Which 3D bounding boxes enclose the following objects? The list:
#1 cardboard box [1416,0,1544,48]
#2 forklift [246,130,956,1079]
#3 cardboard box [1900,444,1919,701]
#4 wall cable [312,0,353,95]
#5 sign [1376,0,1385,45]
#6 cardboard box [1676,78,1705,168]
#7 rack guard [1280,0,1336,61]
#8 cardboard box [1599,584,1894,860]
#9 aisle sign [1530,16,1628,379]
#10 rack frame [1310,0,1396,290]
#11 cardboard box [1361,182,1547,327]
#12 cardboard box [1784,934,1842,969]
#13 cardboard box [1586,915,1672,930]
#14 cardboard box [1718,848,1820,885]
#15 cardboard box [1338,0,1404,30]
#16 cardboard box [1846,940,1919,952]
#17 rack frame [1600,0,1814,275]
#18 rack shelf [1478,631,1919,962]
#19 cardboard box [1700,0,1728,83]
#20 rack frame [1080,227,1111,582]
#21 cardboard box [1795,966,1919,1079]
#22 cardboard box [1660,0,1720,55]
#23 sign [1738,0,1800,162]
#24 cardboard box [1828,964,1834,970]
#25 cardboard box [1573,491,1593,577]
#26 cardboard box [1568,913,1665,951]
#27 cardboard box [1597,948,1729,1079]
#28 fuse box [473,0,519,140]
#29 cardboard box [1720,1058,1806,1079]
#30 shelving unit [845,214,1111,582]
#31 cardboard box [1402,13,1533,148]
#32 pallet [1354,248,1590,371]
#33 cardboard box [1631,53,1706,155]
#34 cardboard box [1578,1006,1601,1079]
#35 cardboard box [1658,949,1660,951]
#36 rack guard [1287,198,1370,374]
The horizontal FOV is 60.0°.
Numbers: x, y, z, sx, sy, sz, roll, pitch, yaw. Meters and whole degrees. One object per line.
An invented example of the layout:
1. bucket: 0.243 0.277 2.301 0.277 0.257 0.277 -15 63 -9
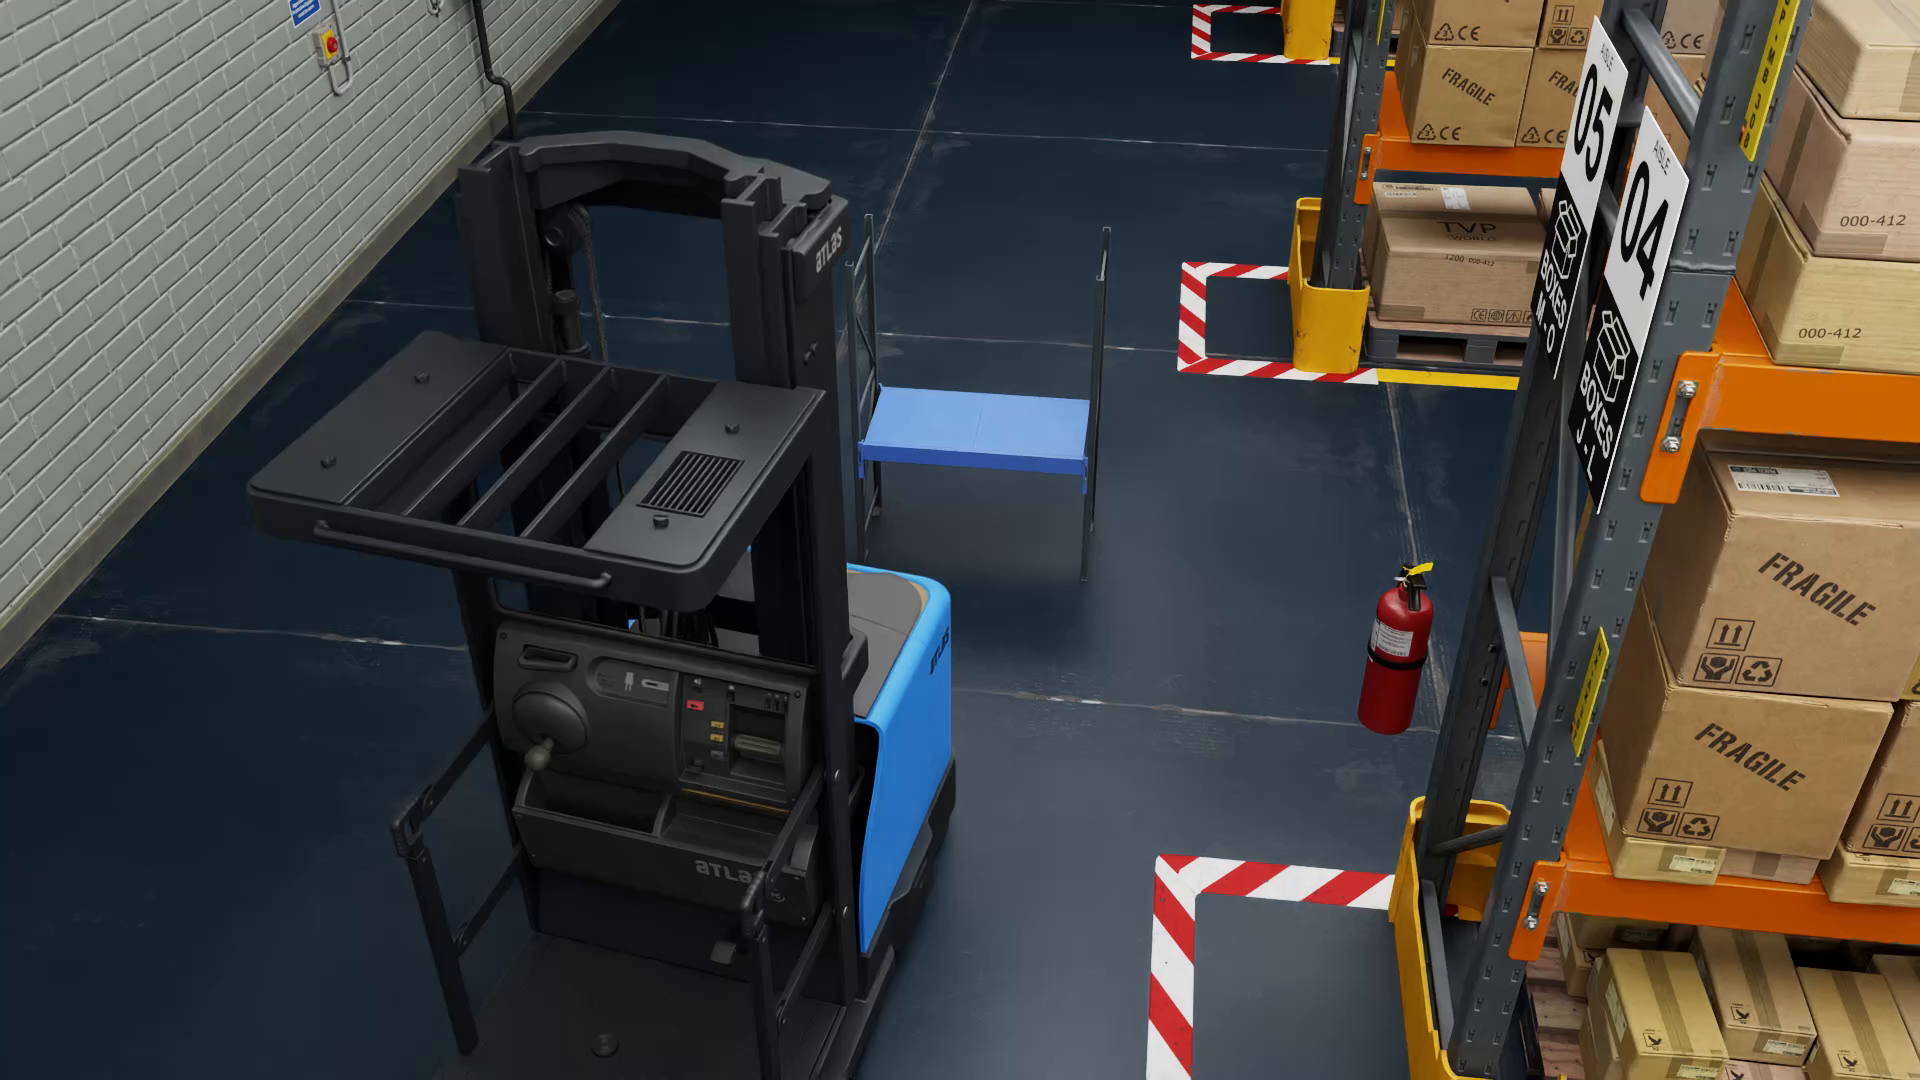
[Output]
1. cardboard box: 2.521 -2.709 8.017 0.500 0.500 0.500 4 36 5
2. forklift: -0.924 0.560 4.443 1.130 2.935 3.031 10 37 13
3. cardboard box: 2.464 0.050 3.895 0.500 0.500 0.500 5 36 7
4. wall cable: -3.514 -3.291 8.878 0.123 1.953 0.585 4 36 6
5. sign: 2.005 -2.526 7.894 0.005 0.325 0.100 4 36 6
6. cardboard box: 2.036 -0.880 3.948 0.500 0.250 0.500 4 36 5
7. rack guard: 2.785 -4.298 13.342 0.348 0.500 1.175 4 36 6
8. cardboard box: 1.961 0.429 4.224 0.500 0.500 0.500 6 36 8
9. aisle sign: 1.517 -0.838 4.104 0.004 0.787 0.394 4 36 6
10. rack frame: 2.081 -2.461 8.616 0.127 3.000 1.000 4 36 6
11. cardboard box: 2.749 -1.598 9.251 0.875 0.438 0.875 3 36 4
12. cardboard box: 2.627 1.179 5.352 0.250 0.149 0.380 3 36 4
13. cardboard box: 2.108 1.039 5.292 0.250 0.149 0.380 5 36 7
14. cardboard box: 2.088 0.709 4.391 0.250 0.149 0.380 5 36 8
15. cardboard box: 3.304 -4.376 13.087 0.637 0.503 0.797 3 36 4
16. cardboard box: 2.872 1.092 5.218 0.250 0.149 0.380 3 36 4
17. rack frame: 1.551 -2.043 2.867 0.127 3.000 1.000 4 36 6
18. rack shelf: 3.535 0.839 4.611 4.000 0.370 1.077 4 36 6
19. cardboard box: 2.040 -1.077 3.794 0.500 0.250 0.500 3 36 4
20. rack frame: 0.589 -0.567 7.253 0.032 1.500 0.500 4 36 6
21. cardboard box: 2.550 1.424 4.753 0.250 0.149 0.380 4 36 6
22. cardboard box: 3.546 -2.641 7.922 0.500 0.500 0.500 4 36 6
23. sign: 1.482 -0.865 3.046 0.005 0.325 0.100 4 36 6
24. cardboard box: 2.865 1.348 5.372 0.250 0.149 0.380 5 36 6
25. cardboard box: 2.030 0.122 4.655 0.500 0.500 0.500 5 36 7
26. cardboard box: 2.111 1.142 5.405 0.250 0.149 0.380 3 36 5
27. cardboard box: 2.027 1.381 4.814 0.250 0.149 0.380 3 36 4
28. fuse box: -3.102 -3.540 11.237 0.414 1.711 0.539 4 36 6
29. cardboard box: 2.302 1.507 4.894 0.250 0.149 0.380 4 36 6
30. shelving unit: 0.085 -0.604 7.305 1.048 1.500 0.538 4 36 6
31. cardboard box: 2.521 -2.301 8.305 0.500 0.500 0.500 4 36 6
32. pallet: 2.884 -1.312 9.406 1.213 0.211 1.003 4 36 6
33. cardboard box: 3.528 -2.231 8.208 0.500 0.500 0.500 4 36 6
34. cardboard box: 2.030 1.611 5.003 0.250 0.149 0.380 5 36 7
35. cardboard box: 2.368 1.268 5.484 0.250 0.149 0.380 5 36 7
36. rack guard: 2.057 -1.445 9.345 0.348 0.500 1.175 4 36 6
